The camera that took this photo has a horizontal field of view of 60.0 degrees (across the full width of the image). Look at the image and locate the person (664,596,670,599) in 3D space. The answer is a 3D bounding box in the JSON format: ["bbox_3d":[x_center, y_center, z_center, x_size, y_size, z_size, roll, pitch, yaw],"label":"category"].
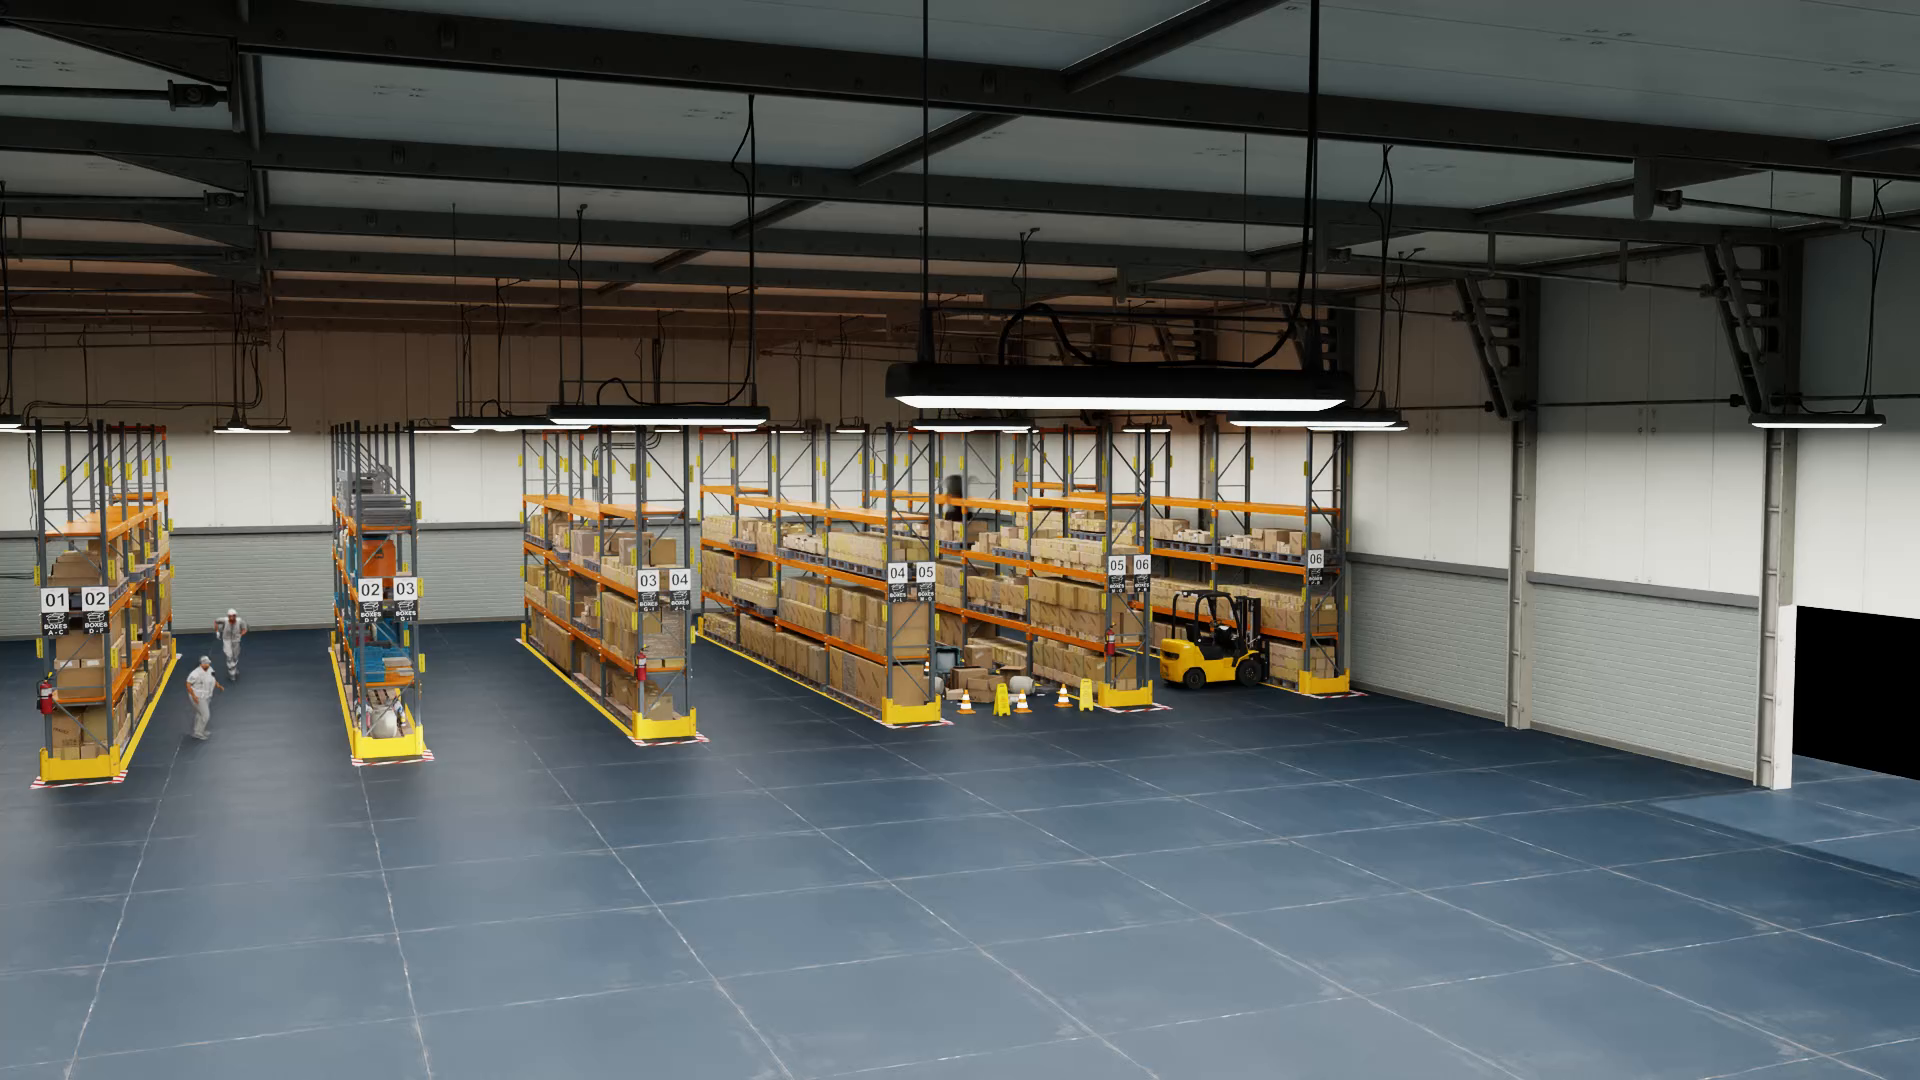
[{"bbox_3d":[-8.397,1.906,48.741,0.692,1.566,0.743,0,4,-8],"label":"person"}]

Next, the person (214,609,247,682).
[{"bbox_3d":[-17.172,2.454,39.192,0.712,1.735,1.042,-1,4,-23],"label":"person"}]

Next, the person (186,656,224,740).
[{"bbox_3d":[-14.342,2.980,31.570,0.778,1.607,0.654,1,4,8],"label":"person"}]
